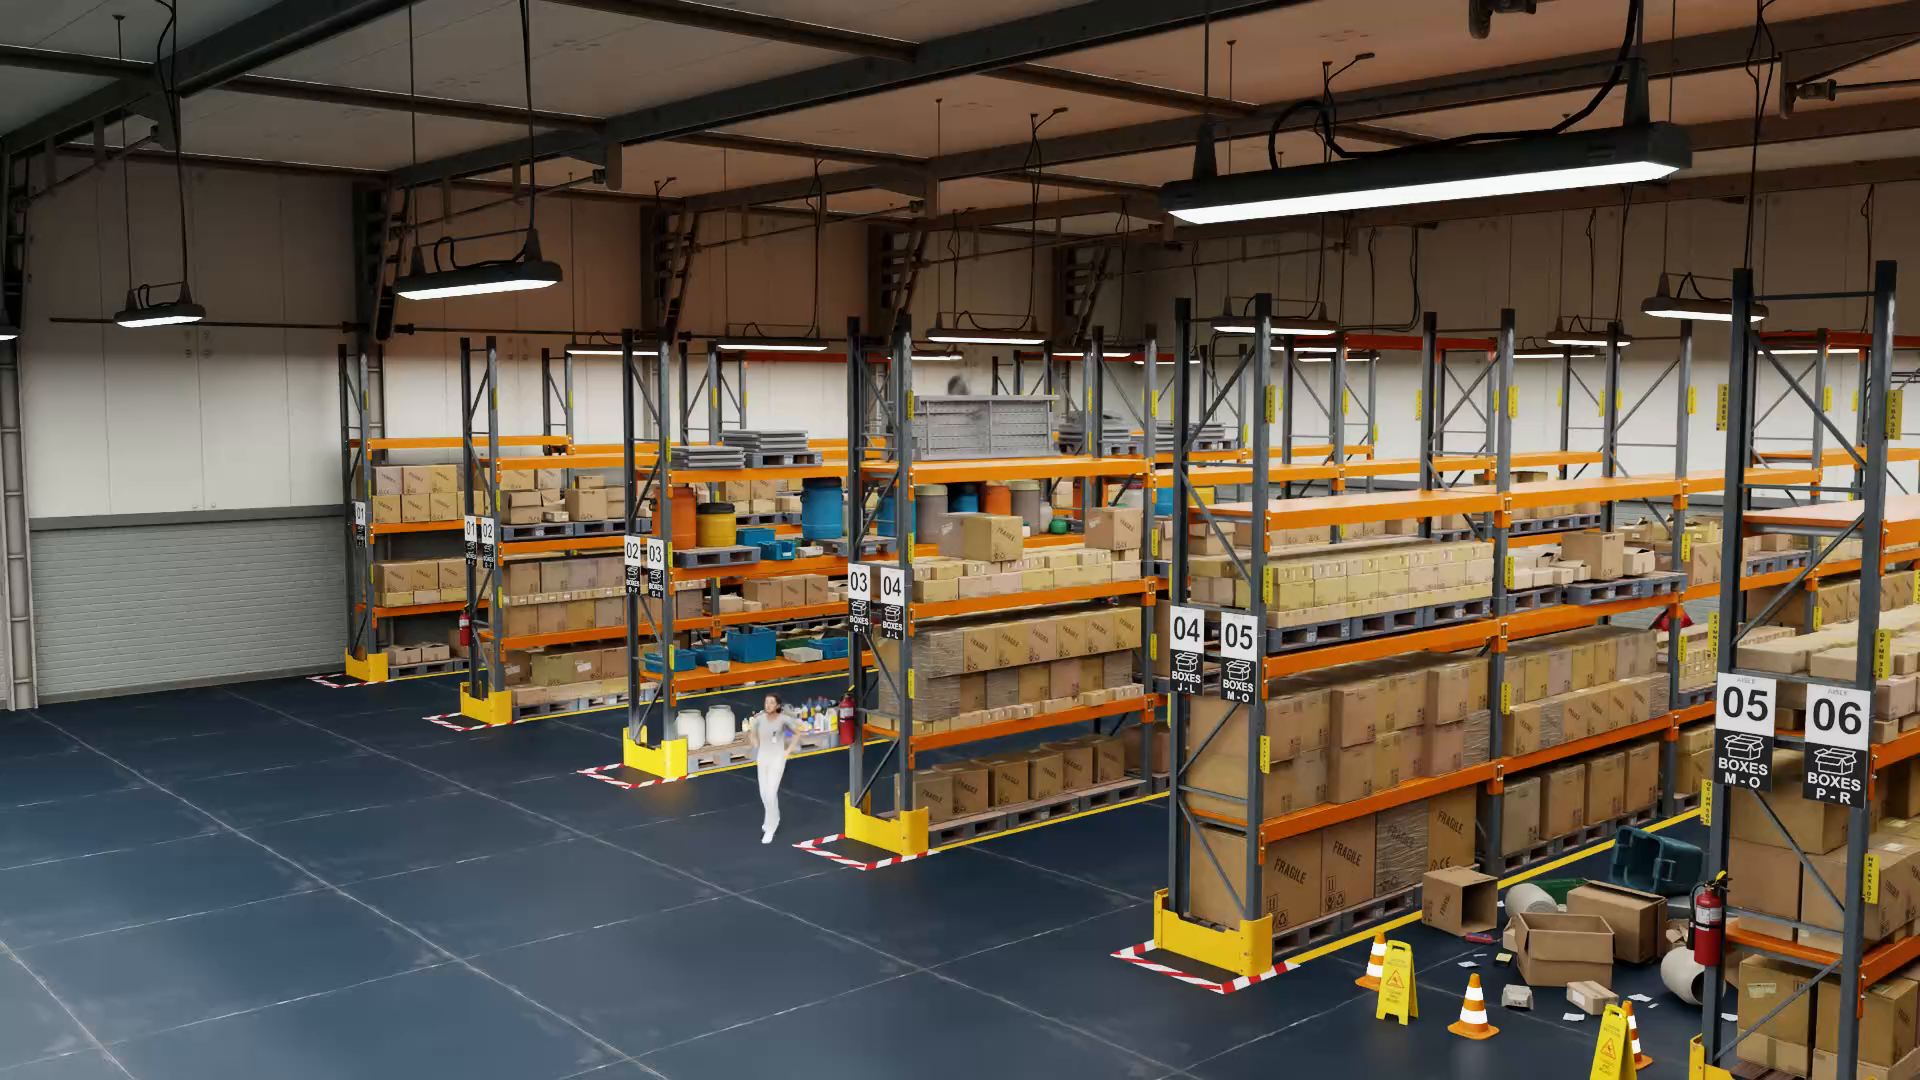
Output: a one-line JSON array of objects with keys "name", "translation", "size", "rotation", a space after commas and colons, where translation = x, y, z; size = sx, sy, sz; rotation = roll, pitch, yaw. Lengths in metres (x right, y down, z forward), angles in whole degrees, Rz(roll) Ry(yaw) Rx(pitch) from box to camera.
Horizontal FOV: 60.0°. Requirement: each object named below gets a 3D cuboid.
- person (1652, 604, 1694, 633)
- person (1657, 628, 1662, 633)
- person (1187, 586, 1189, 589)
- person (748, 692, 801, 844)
[{"name": "person", "translation": [12.109, 1.826, 28.203], "size": [0.708, 1.670, 0.772], "rotation": [1, 5, 14]}, {"name": "person", "translation": [12.378, 1.799, 28.826], "size": [0.570, 1.570, 0.842], "rotation": [0, 5, -3]}, {"name": "person", "translation": [4.851, 1.198, 34.722], "size": [0.709, 1.803, 0.814], "rotation": [4, 7, 38]}, {"name": "person", "translation": [-2.173, 2.705, 19.260], "size": [0.566, 1.557, 0.675], "rotation": [2, 5, 21]}]
